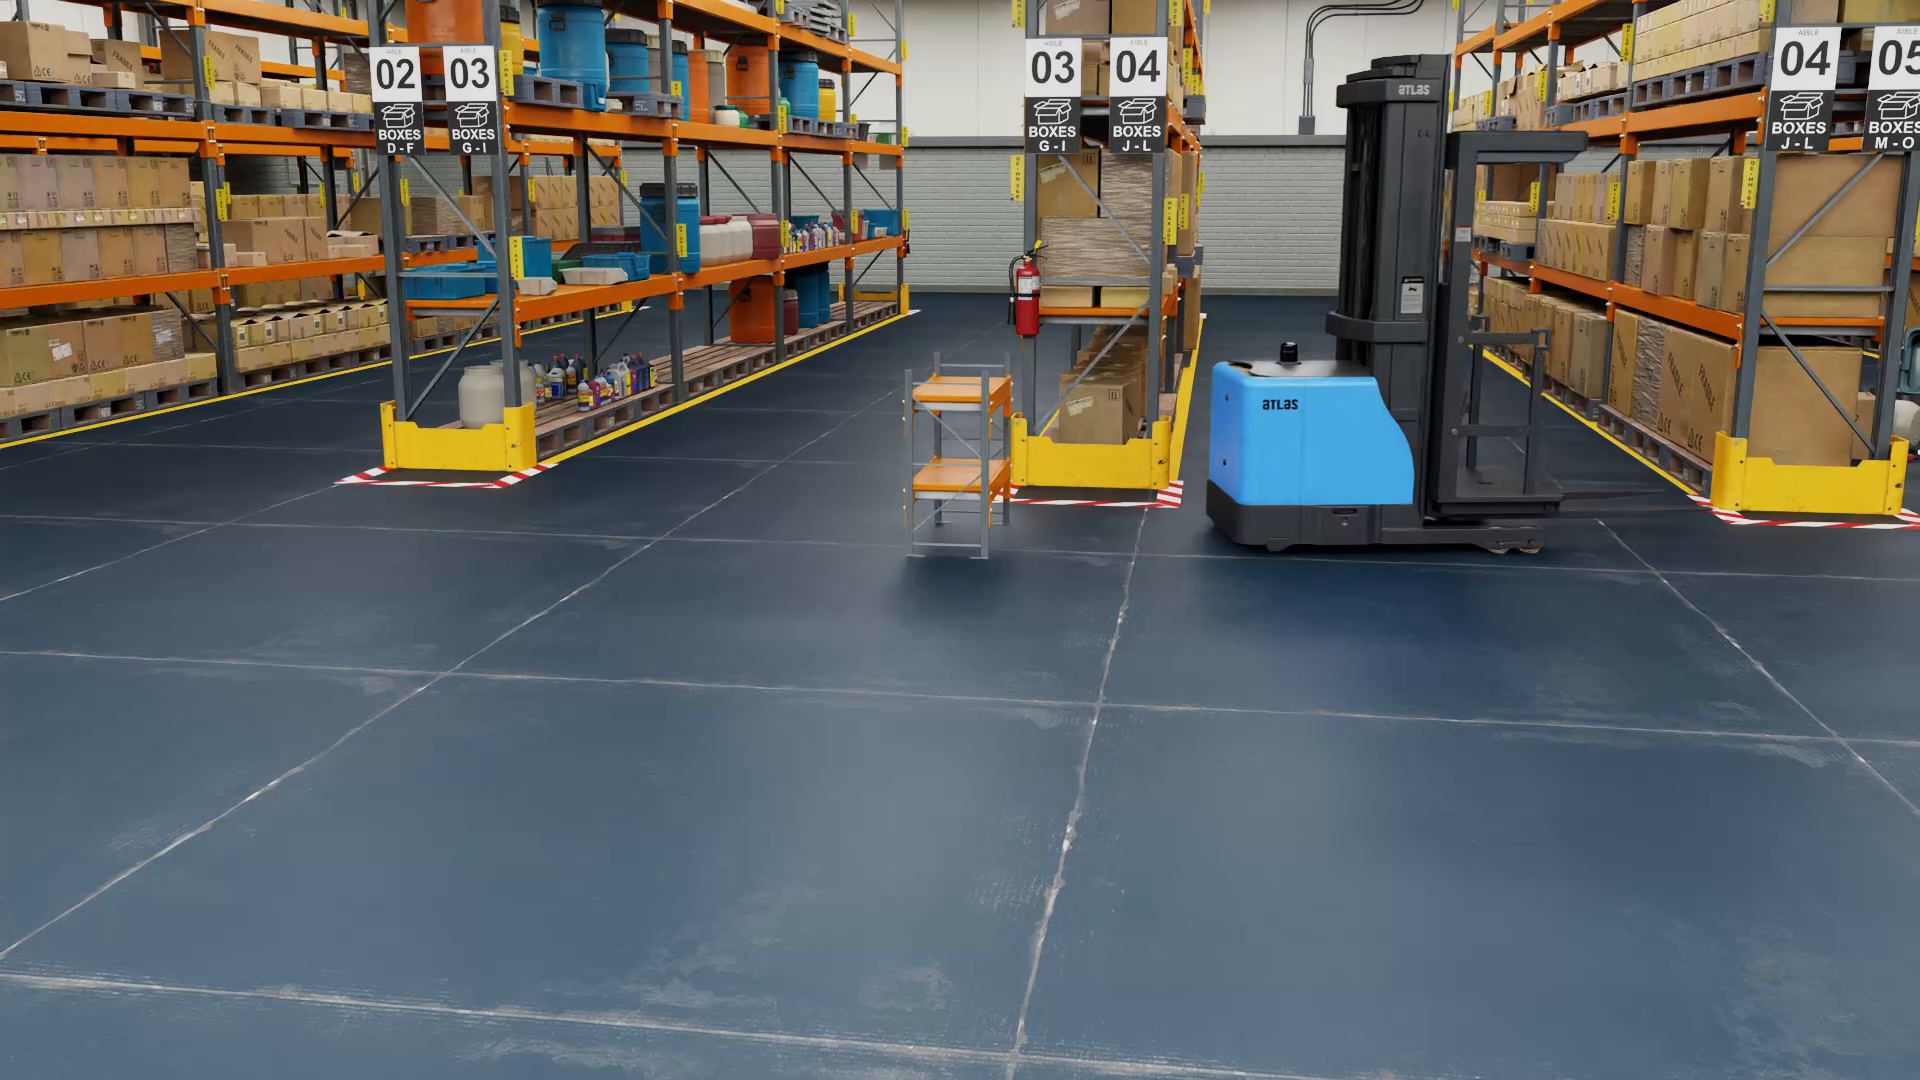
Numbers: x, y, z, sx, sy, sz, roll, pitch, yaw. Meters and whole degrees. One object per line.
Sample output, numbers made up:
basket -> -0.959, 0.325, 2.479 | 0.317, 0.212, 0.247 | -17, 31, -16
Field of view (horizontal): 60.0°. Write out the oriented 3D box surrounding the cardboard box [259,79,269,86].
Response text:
cardboard box -> -11.415, -7.115, 26.610 | 0.500, 0.500, 0.500 | 2, 12, 7

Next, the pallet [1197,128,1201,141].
pallet -> 3.320, -6.474, 26.505 | 1.003, 0.211, 1.213 | 2, 12, 9

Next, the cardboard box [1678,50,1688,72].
cardboard box -> 5.838, -3.742, 12.981 | 0.380, 0.149, 0.250 | 2, 12, 9

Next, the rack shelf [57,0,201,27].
rack shelf -> -8.517, -4.999, 14.985 | 1.077, 0.370, 4.000 | 2, 12, 9

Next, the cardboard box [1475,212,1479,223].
cardboard box -> 7.179, -4.352, 22.462 | 0.380, 0.149, 0.250 | 2, 12, 10

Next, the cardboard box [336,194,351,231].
cardboard box -> -11.328, -5.727, 29.238 | 0.980, 0.700, 0.700 | 2, 12, 11

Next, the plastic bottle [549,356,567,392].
plastic bottle -> -3.879, -1.595, 16.016 | 0.144, 0.351, 0.185 | 1, 12, 6

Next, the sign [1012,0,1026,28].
sign -> 0.418, -3.797, 11.768 | 0.100, 0.325, 0.005 | 2, 12, 9

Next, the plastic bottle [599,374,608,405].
plastic bottle -> -3.276, -1.376, 15.192 | 0.097, 0.271, 0.097 | 0, 12, 0

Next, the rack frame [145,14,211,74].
rack frame -> -11.874, -7.787, 25.268 | 1.000, 3.000, 0.127 | 2, 12, 9

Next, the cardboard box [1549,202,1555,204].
cardboard box -> 7.584, -4.147, 20.806 | 0.380, 0.149, 0.250 | 2, 12, 8

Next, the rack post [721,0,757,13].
rack post -> -3.098, -6.311, 17.945 | 1.013, 1.000, 3.121 | 2, 12, 9

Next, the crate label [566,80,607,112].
crate label -> -3.316, -3.808, 14.277 | 0.502, 0.251, 0.408 | 2, 12, 9

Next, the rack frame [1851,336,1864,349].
rack frame -> 12.601, -4.052, 22.176 | 1.000, 3.000, 0.127 | 2, 12, 9

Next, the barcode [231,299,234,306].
barcode -> -7.759, -2.532, 17.731 | 0.001, 0.075, 0.075 | 2, 12, 9

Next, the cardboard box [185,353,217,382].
cardboard box -> -8.065, -1.787, 17.196 | 0.500, 0.250, 0.500 | 2, 12, 9

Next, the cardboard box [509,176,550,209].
cardboard box -> -6.629, -5.322, 25.456 | 0.500, 0.500, 0.500 | 2, 12, 10

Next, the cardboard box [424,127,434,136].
cardboard box -> -7.482, -5.576, 21.887 | 0.910, 0.500, 0.500 | 2, 12, 9

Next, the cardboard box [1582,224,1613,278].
cardboard box -> 6.358, -2.797, 16.117 | 0.500, 0.500, 0.500 | 2, 12, 8

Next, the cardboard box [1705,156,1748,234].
cardboard box -> 5.937, -2.488, 11.999 | 0.875, 0.550, 0.550 | 2, 12, 9

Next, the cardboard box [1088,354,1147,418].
cardboard box -> 1.379, -1.358, 14.611 | 0.500, 0.500, 0.500 | 1, 12, 4

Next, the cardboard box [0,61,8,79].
cardboard box -> -8.470, -4.053, 14.329 | 0.380, 0.149, 0.250 | 2, 12, 9

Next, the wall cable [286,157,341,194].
wall cable -> -11.997, -6.481, 31.035 | 0.084, 1.984, 1.851 | 2, 12, 9

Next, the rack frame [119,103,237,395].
rack frame -> -8.209, -3.030, 17.431 | 1.000, 3.000, 0.127 | 2, 12, 9

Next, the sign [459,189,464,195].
sign -> -7.516, -5.134, 25.142 | 0.100, 0.325, 0.005 | 2, 12, 9

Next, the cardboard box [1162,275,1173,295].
cardboard box -> 1.569, -2.113, 13.775 | 0.380, 0.149, 0.250 | 2, 12, 9

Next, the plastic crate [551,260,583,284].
plastic crate -> -3.803, -2.491, 15.436 | 0.450, 0.188, 0.662 | 2, 12, 9

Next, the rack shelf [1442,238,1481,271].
rack shelf -> 8.002, -4.256, 24.830 | 1.077, 0.370, 4.000 | 2, 12, 9

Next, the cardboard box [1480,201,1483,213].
cardboard box -> 7.142, -4.439, 22.160 | 0.380, 0.149, 0.250 | 2, 12, 10

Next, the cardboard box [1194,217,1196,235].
cardboard box -> 3.221, -4.638, 24.544 | 0.500, 0.250, 0.500 | 2, 12, 8

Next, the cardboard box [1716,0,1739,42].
cardboard box -> 5.726, -3.701, 11.843 | 0.500, 0.250, 0.500 | 2, 12, 9

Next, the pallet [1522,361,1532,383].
pallet -> 6.883, -1.834, 18.502 | 1.003, 0.211, 1.213 | 2, 12, 9

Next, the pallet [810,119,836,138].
pallet -> -2.281, -5.505, 22.246 | 1.003, 0.211, 1.213 | 2, 12, 9

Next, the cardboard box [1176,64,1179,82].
cardboard box -> 1.712, -4.053, 14.468 | 0.380, 0.149, 0.250 | 1, 12, 7

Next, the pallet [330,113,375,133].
pallet -> -7.610, -5.092, 20.330 | 1.213, 0.211, 1.003 | 2, 12, 11

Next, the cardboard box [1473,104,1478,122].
cardboard box -> 7.681, -6.150, 23.959 | 0.500, 0.250, 0.500 | 2, 12, 11

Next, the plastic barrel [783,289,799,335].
plastic barrel -> -2.468, -3.065, 22.322 | 0.600, 0.588, 0.708 | 2, 12, 9

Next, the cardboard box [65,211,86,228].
cardboard box -> -8.314, -2.958, 15.320 | 0.380, 0.149, 0.250 | 2, 12, 9

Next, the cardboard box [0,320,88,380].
cardboard box -> -8.383, -1.738, 15.187 | 0.500, 0.500, 0.500 | 2, 12, 9

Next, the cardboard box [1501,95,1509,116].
cardboard box -> 7.351, -5.643, 21.653 | 0.500, 0.311, 0.500 | 2, 12, 8

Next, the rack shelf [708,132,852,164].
rack shelf -> -2.393, -5.232, 22.238 | 1.077, 0.370, 4.000 | 2, 12, 9

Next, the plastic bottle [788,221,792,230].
plastic bottle -> -2.466, -4.438, 24.085 | 0.144, 0.351, 0.185 | 2, 12, 9

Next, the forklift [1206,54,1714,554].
forklift -> 3.153, -1.459, 10.308 | 3.031, 2.935, 1.130 | -1, 12, -3

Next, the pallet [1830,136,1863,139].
pallet -> 13.112, -6.153, 25.015 | 1.003, 0.211, 1.213 | 2, 12, 9

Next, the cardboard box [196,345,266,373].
cardboard box -> -7.903, -1.967, 18.029 | 0.500, 0.250, 0.500 | 2, 12, 7

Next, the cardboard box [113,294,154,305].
cardboard box -> -12.106, -3.507, 23.754 | 0.750, 0.750, 0.750 | 2, 12, 8

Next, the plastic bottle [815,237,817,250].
plastic bottle -> -2.007, -4.062, 22.692 | 0.097, 0.201, 0.097 | 0, 12, 0

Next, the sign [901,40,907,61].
sign -> -0.924, -8.127, 27.609 | 0.100, 0.325, 0.005 | 2, 12, 9

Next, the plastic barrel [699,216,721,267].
plastic barrel -> -2.839, -3.280, 18.268 | 0.433, 0.535, 0.433 | 0, 12, 0

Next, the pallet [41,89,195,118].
pallet -> -8.315, -4.274, 16.297 | 1.003, 0.211, 1.213 | 2, 12, 9

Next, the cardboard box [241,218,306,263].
cardboard box -> -7.917, -3.452, 19.153 | 0.500, 0.500, 0.500 | 2, 12, 9

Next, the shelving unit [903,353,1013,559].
shelving unit -> 0.001, -0.551, 10.381 | 0.538, 1.125, 1.048 | 2, 12, 9
